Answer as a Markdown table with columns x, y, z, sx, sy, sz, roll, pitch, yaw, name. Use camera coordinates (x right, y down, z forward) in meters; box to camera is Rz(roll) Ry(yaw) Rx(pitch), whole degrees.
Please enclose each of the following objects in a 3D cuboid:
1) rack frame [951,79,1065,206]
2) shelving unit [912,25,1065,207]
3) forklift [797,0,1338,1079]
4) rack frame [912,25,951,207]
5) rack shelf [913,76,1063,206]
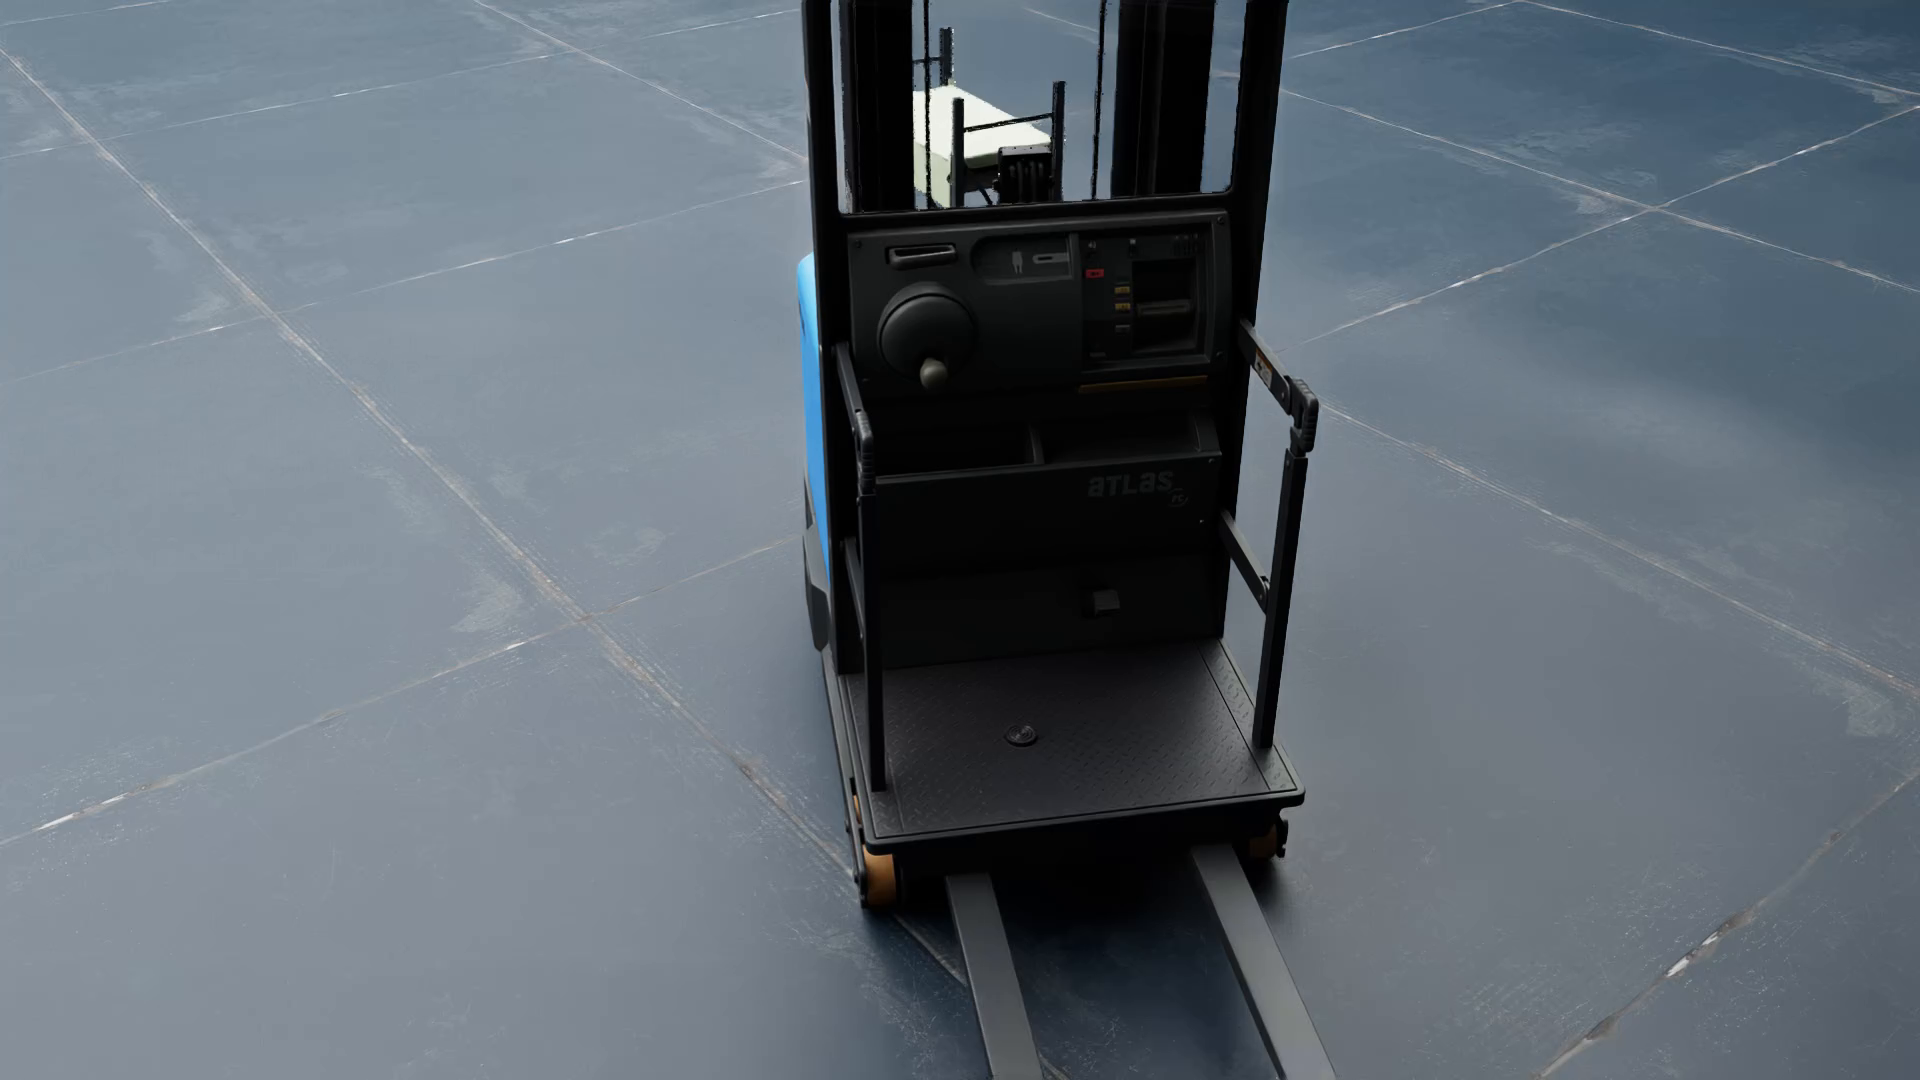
| x | y | z | sx | sy | sz | roll | pitch | yaw | name |
| --- | --- | --- | --- | --- | --- | --- | --- | --- | --- |
| 0.151 | -0.764 | 5.559 | 0.400 | 1.500 | 0.023 | -17 | 36 | -25 | rack frame |
| -0.029 | -0.932 | 5.830 | 0.431 | 1.500 | 0.755 | -17 | 36 | -25 | shelving unit |
| 0.237 | -0.519 | 3.807 | 1.130 | 2.935 | 3.031 | -5 | 32 | -8 | forklift |
| -0.209 | -1.100 | 6.100 | 0.400 | 1.500 | 0.023 | -17 | 36 | -25 | rack frame |
| -0.029 | -1.264 | 5.624 | 0.431 | 0.370 | 0.720 | -17 | 36 | -25 | rack shelf |
